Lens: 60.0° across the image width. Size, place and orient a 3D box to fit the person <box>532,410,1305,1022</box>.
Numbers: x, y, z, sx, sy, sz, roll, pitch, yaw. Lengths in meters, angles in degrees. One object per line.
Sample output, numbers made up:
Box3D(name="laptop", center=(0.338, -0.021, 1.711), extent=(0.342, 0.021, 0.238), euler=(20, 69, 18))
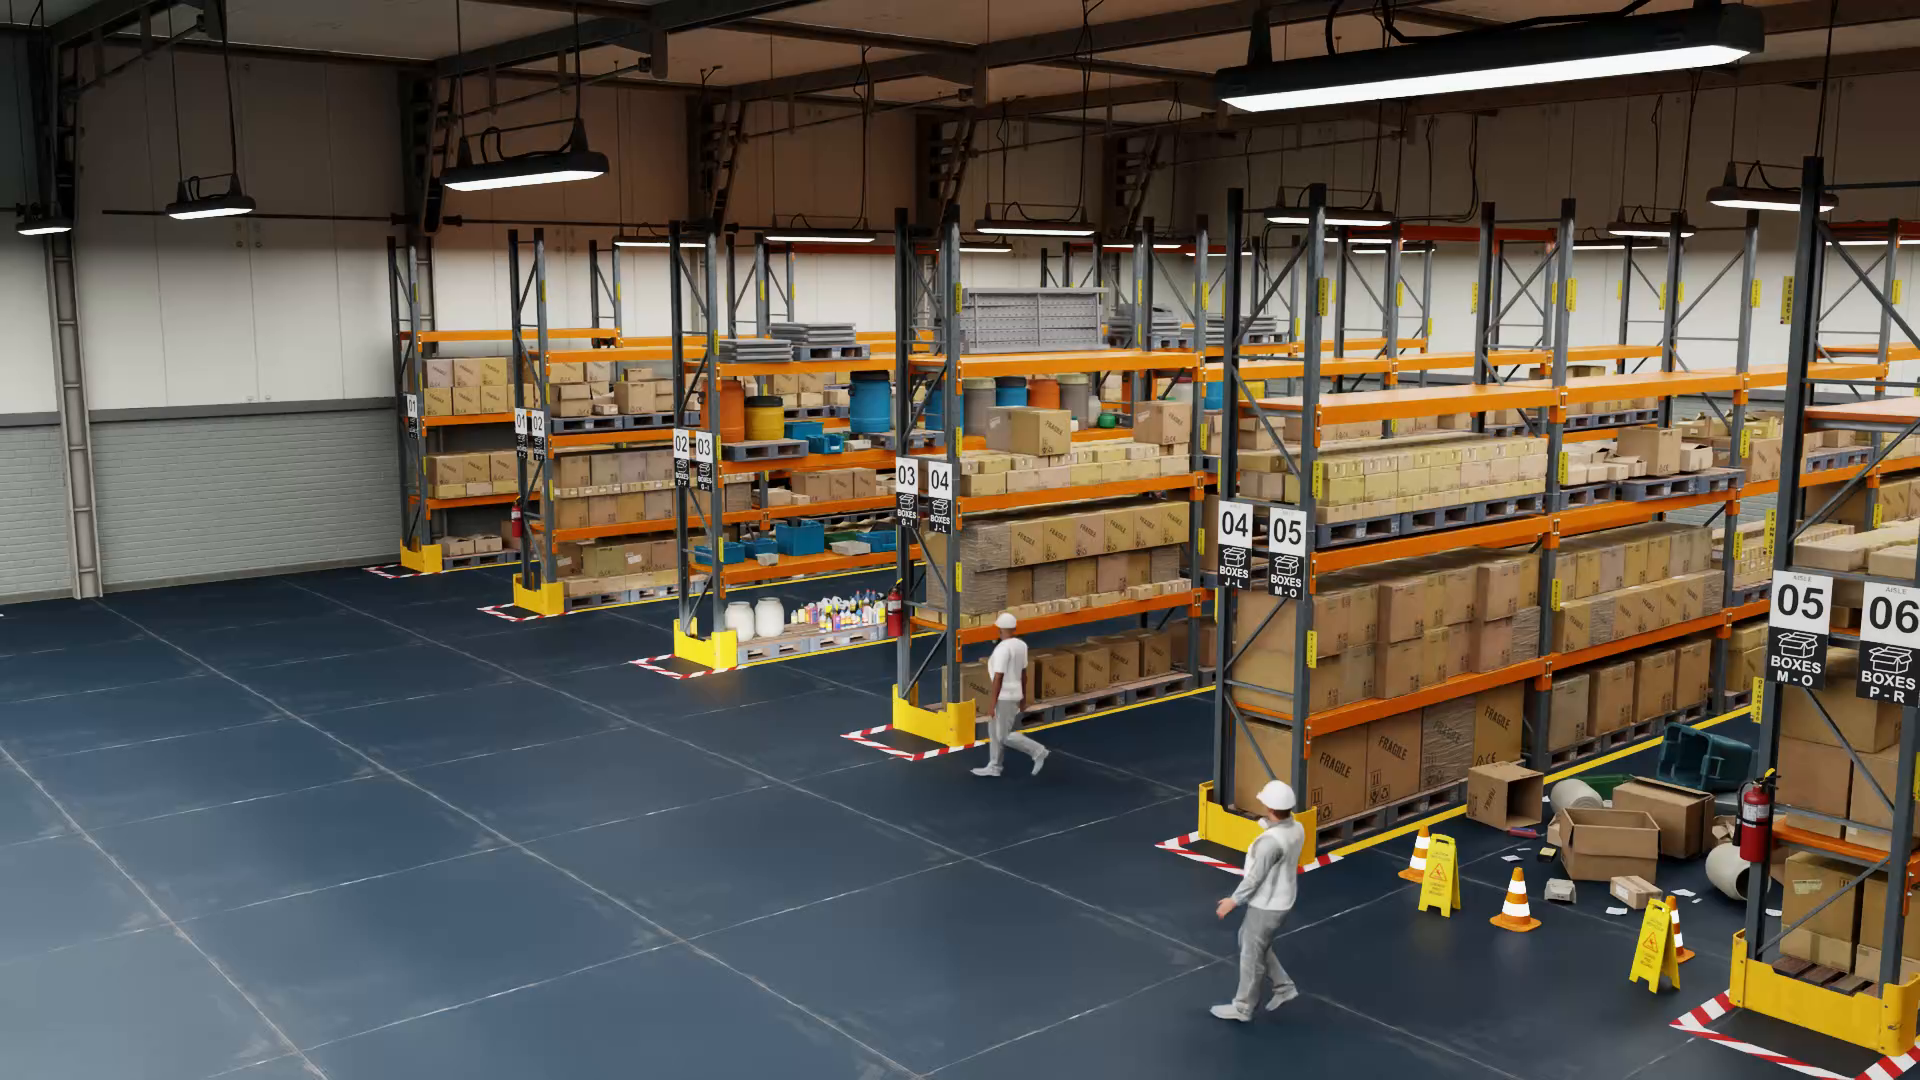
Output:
Box3D(name="person", center=(-2.231, 0.708, 18.746), extent=(13.916, 3.185, 11.060), euler=(3, 9, 21))

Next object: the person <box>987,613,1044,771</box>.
Box3D(name="person", center=(0.580, 1.605, 17.374), extent=(0.597, 1.693, 0.499), euler=(-1, 9, -4))

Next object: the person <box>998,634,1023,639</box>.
Box3D(name="person", center=(0.707, 0.659, 24.043), extent=(0.596, 1.516, 0.348), euler=(-3, 9, -21))
